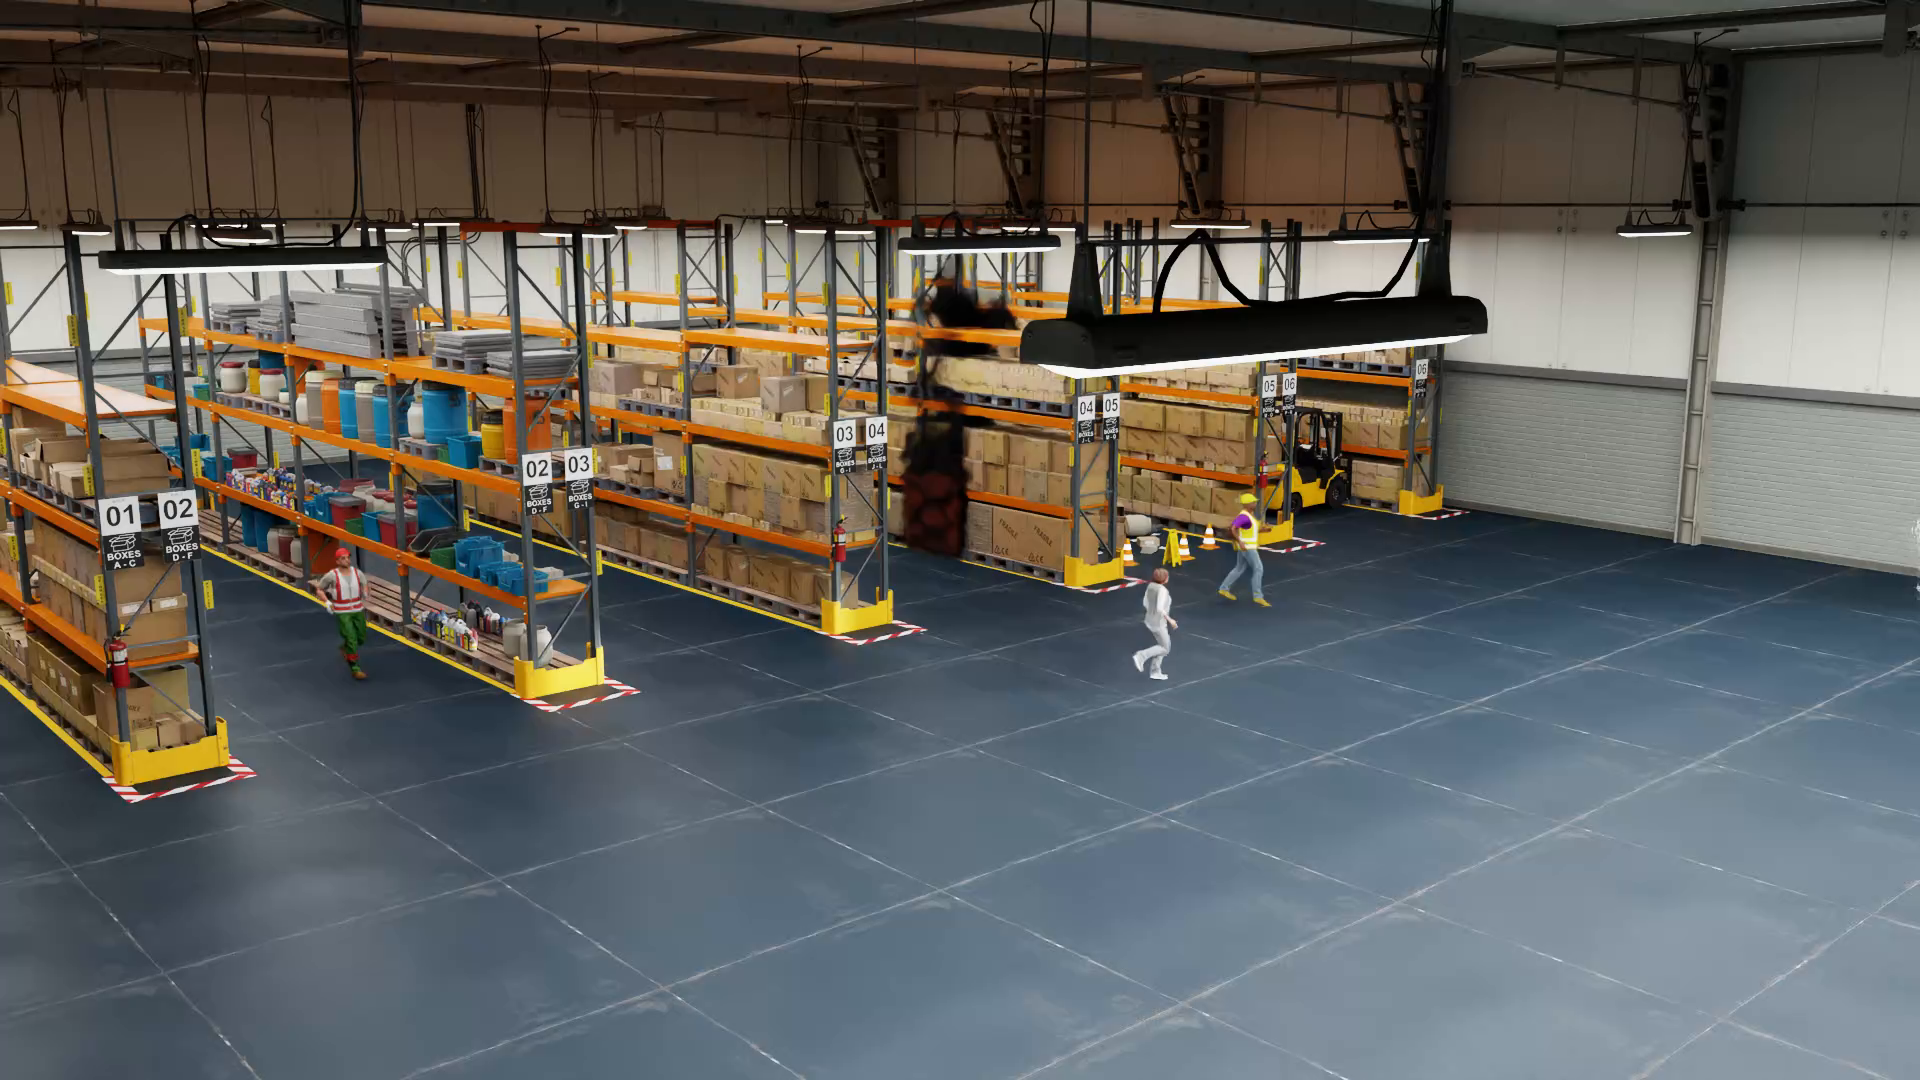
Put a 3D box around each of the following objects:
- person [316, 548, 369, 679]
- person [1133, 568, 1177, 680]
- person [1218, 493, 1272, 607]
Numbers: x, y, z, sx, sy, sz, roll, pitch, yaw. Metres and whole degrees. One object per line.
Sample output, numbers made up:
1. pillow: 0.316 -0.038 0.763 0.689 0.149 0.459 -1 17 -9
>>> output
1. person: -8.329 0.975 22.596 0.669 1.761 0.876 -11 16 -43
2. person: 2.568 1.142 22.353 0.578 1.557 0.522 -4 12 -18
3. person: 4.576 0.152 26.576 0.842 1.811 0.684 1 12 7
